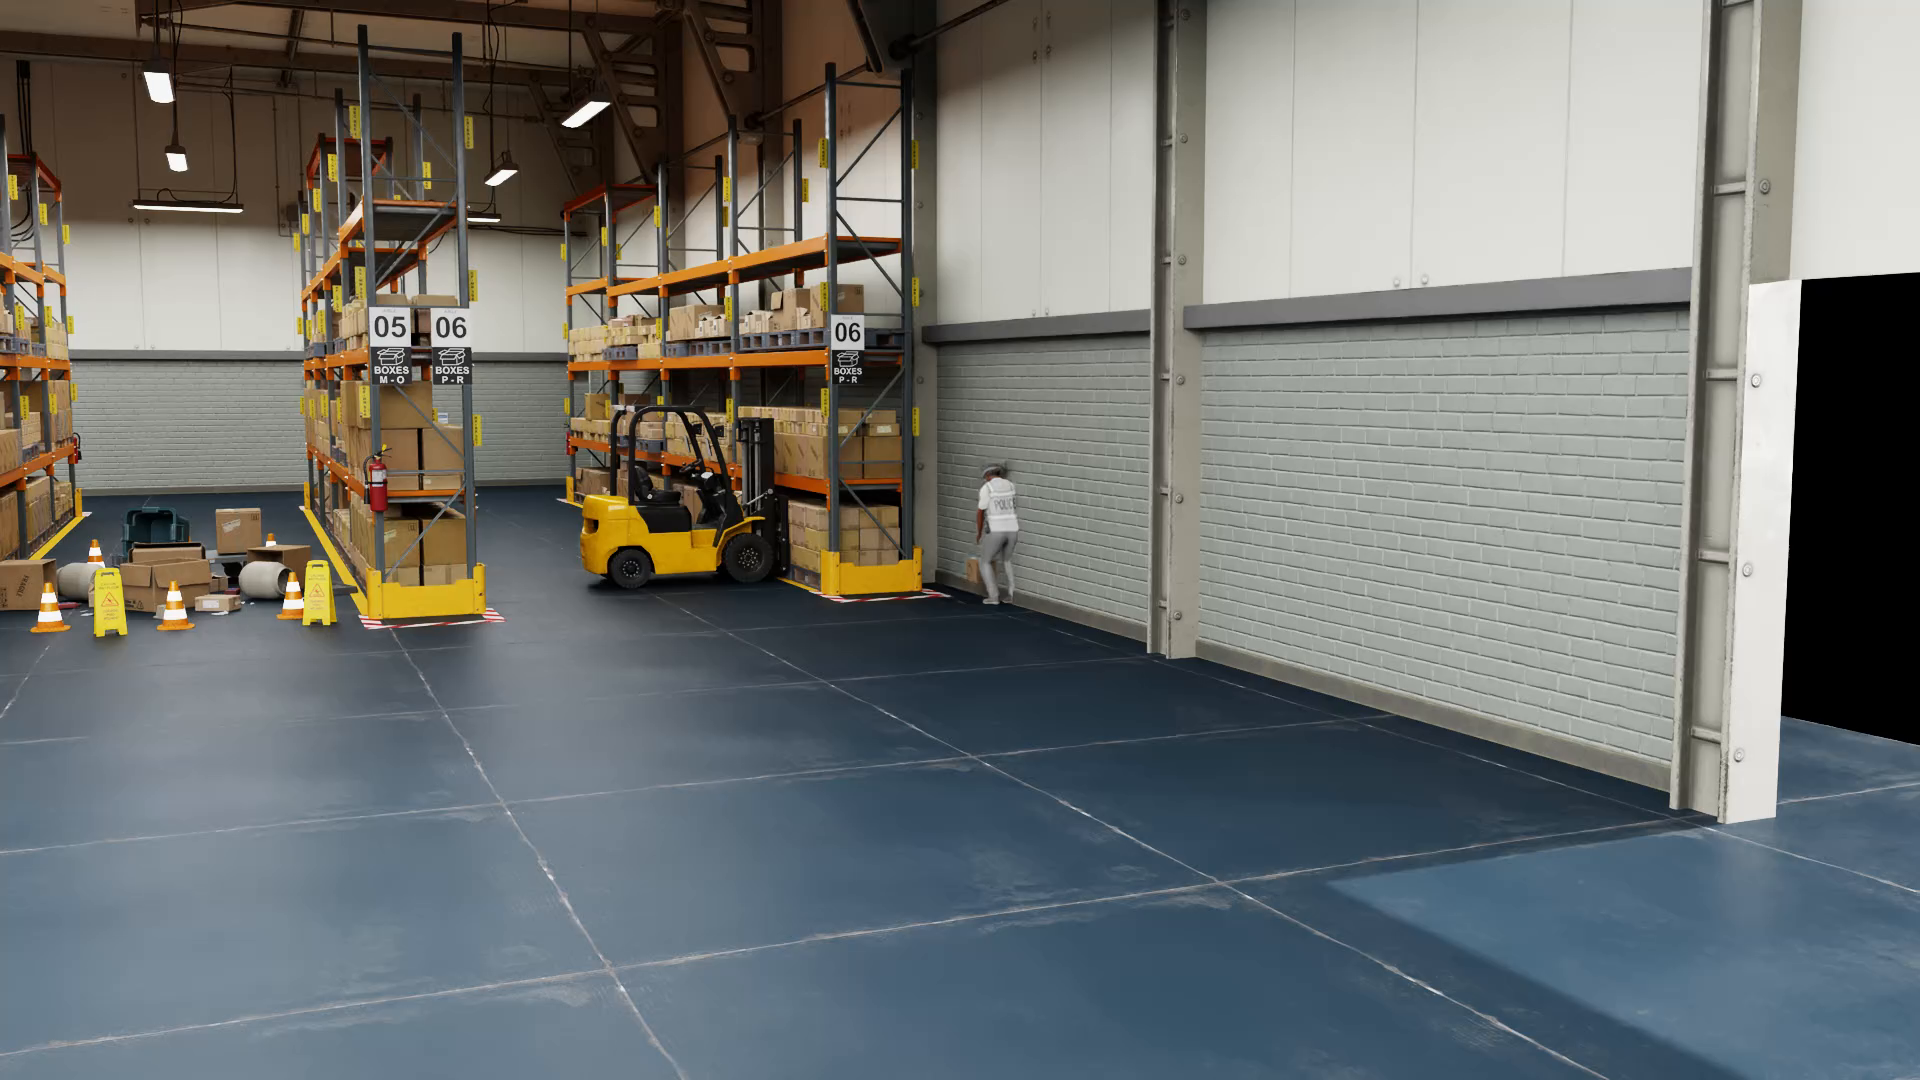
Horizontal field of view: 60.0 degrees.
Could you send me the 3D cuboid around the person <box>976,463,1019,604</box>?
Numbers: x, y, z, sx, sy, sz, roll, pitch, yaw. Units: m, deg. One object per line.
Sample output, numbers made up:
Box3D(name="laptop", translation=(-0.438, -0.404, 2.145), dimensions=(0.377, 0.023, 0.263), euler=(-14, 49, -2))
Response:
Box3D(name="person", translation=(0.409, -0.069, 18.310), dimensions=(0.476, 1.564, 0.540), euler=(-2, 6, -23))
